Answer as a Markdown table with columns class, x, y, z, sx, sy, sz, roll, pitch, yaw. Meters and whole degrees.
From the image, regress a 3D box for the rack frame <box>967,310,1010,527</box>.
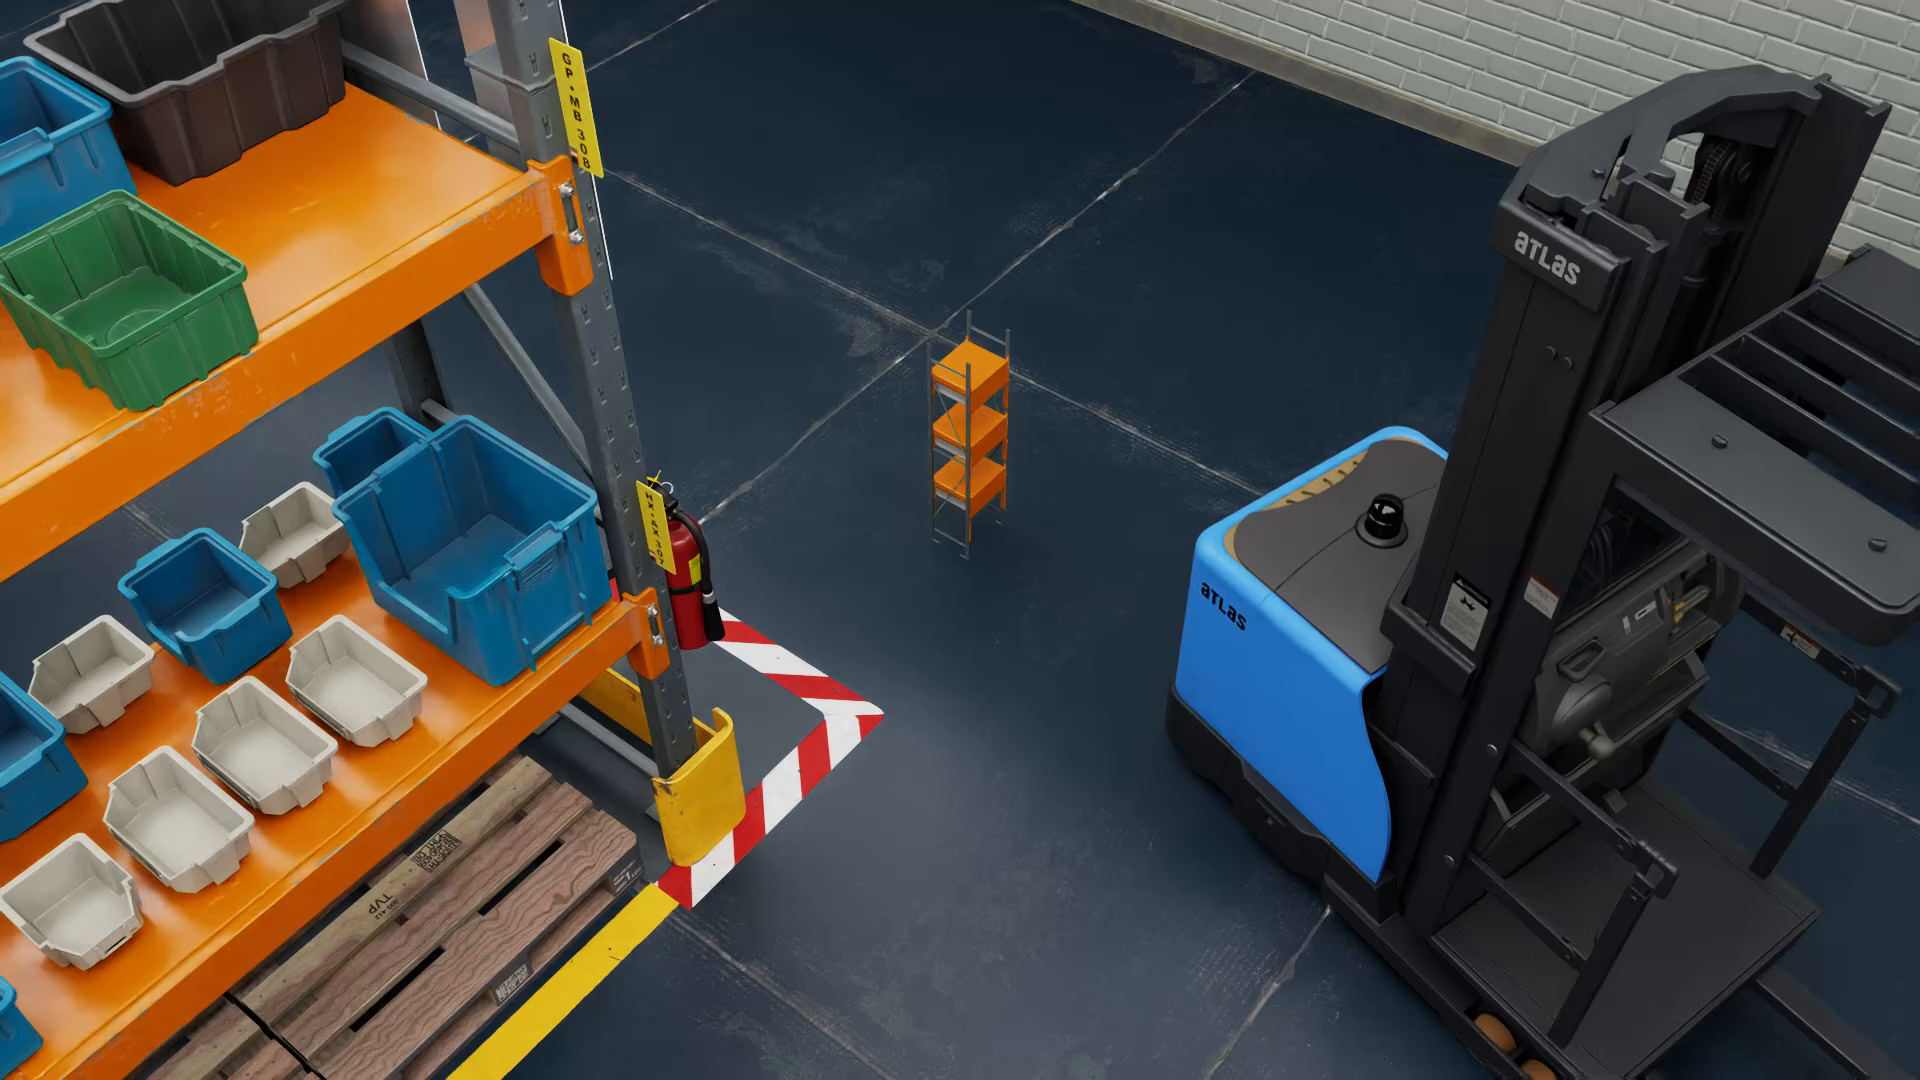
| class | x | y | z | sx | sy | sz | roll | pitch | yaw |
| --- | --- | --- | --- | --- | --- | --- | --- | --- | --- |
| rack frame | 0.107 | -0.463 | 6.631 | 0.200 | 1.050 | 0.008 | 29 | 53 | 25 |

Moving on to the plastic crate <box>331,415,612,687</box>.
| class | x | y | z | sx | sy | sz | roll | pitch | yaw |
| --- | --- | --- | --- | --- | --- | --- | --- | --- | --- |
| plastic crate | -1.371 | 0.031 | 4.745 | 0.616 | 0.435 | 0.499 | 29 | 53 | 25 |

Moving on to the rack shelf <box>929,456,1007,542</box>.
| class | x | y | z | sx | sy | sz | roll | pitch | yaw |
| --- | --- | --- | --- | --- | --- | --- | --- | --- | --- |
| rack shelf | 0.033 | -0.194 | 6.773 | 0.215 | 0.259 | 0.240 | 29 | 53 | 25 |

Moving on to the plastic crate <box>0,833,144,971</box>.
| class | x | y | z | sx | sy | sz | roll | pitch | yaw |
| --- | --- | --- | --- | --- | --- | --- | --- | --- | --- |
| plastic crate | -2.175 | 0.914 | 4.108 | 0.298 | 0.136 | 0.250 | 29 | 53 | 25 |

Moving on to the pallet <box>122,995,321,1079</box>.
| class | x | y | z | sx | sy | sz | roll | pitch | yaw |
| --- | --- | --- | --- | --- | --- | --- | --- | --- | --- |
| pallet | -2.595 | 1.903 | 4.951 | 1.003 | 0.211 | 1.213 | 29 | 53 | 25 |

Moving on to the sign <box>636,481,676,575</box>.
| class | x | y | z | sx | sy | sz | roll | pitch | yaw |
| --- | --- | --- | --- | --- | --- | --- | --- | --- | --- |
| sign | -0.869 | -0.033 | 4.759 | 0.100 | 0.325 | 0.005 | 29 | 53 | 25 |

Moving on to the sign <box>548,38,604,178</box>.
| class | x | y | z | sx | sy | sz | roll | pitch | yaw |
| --- | --- | --- | --- | --- | --- | --- | --- | --- | --- |
| sign | -0.869 | -0.976 | 3.771 | 0.100 | 0.325 | 0.005 | 29 | 53 | 25 |

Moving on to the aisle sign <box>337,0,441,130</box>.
| class | x | y | z | sx | sy | sz | roll | pitch | yaw |
| --- | --- | --- | --- | --- | --- | --- | --- | --- | --- |
| aisle sign | -1.505 | -1.281 | 4.266 | 0.394 | 0.787 | 0.004 | 29 | 53 | 25 |

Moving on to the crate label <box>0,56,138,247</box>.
| class | x | y | z | sx | sy | sz | roll | pitch | yaw |
| --- | --- | --- | --- | --- | --- | --- | --- | --- | --- |
| crate label | -2.134 | -0.810 | 3.642 | 0.408 | 0.251 | 0.502 | 29 | 53 | 25 |

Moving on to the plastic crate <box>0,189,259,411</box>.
| class | x | y | z | sx | sy | sz | roll | pitch | yaw |
| --- | --- | --- | --- | --- | --- | --- | --- | --- | --- |
| plastic crate | -1.691 | -0.482 | 3.373 | 0.450 | 0.188 | 0.336 | 29 | 53 | 25 |

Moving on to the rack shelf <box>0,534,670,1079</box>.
| class | x | y | z | sx | sy | sz | roll | pitch | yaw |
| --- | --- | --- | --- | --- | --- | --- | --- | --- | --- |
| rack shelf | -2.537 | 1.183 | 4.208 | 1.077 | 0.370 | 4.000 | 29 | 53 | 25 |

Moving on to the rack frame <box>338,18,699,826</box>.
| class | x | y | z | sx | sy | sz | roll | pitch | yaw |
| --- | --- | --- | --- | --- | --- | --- | --- | --- | --- |
| rack frame | -1.314 | -0.210 | 5.041 | 1.000 | 3.000 | 0.127 | 29 | 53 | 25 |

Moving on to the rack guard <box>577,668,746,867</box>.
| class | x | y | z | sx | sy | sz | roll | pitch | yaw |
| --- | --- | --- | --- | --- | --- | --- | --- | --- | --- |
| rack guard | -1.310 | 0.634 | 5.964 | 1.175 | 0.500 | 0.348 | 29 | 53 | 25 |

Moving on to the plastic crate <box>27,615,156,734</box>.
| class | x | y | z | sx | sy | sz | roll | pitch | yaw |
| --- | --- | --- | --- | --- | --- | --- | --- | --- | --- |
| plastic crate | -2.402 | 0.391 | 4.608 | 0.250 | 0.136 | 0.298 | 29 | 53 | 25 |

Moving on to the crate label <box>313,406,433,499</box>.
| class | x | y | z | sx | sy | sz | roll | pitch | yaw |
| --- | --- | --- | --- | --- | --- | --- | --- | --- | --- |
| crate label | -1.726 | -0.177 | 5.084 | 0.416 | 0.233 | 0.303 | 29 | 53 | 25 |

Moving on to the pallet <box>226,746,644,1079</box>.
| class | x | y | z | sx | sy | sz | roll | pitch | yaw |
| --- | --- | --- | --- | --- | --- | --- | --- | --- | --- |
| pallet | -1.849 | 1.208 | 5.615 | 1.003 | 0.211 | 1.213 | 29 | 53 | 25 |

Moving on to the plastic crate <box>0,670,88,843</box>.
| class | x | y | z | sx | sy | sz | roll | pitch | yaw |
| --- | --- | --- | --- | --- | --- | --- | --- | --- | --- |
| plastic crate | -2.531 | 0.576 | 4.364 | 0.416 | 0.233 | 0.300 | 29 | 53 | 25 |

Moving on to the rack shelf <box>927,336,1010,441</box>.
| class | x | y | z | sx | sy | sz | roll | pitch | yaw |
| --- | --- | --- | --- | --- | --- | --- | --- | --- | --- |
| rack shelf | 0.033 | -0.582 | 6.367 | 0.215 | 0.259 | 0.240 | 29 | 53 | 25 |

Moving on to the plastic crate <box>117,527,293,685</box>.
| class | x | y | z | sx | sy | sz | roll | pitch | yaw |
| --- | --- | --- | --- | --- | --- | --- | --- | --- | --- |
| plastic crate | -2.128 | 0.199 | 4.724 | 0.416 | 0.233 | 0.300 | 29 | 53 | 25 |

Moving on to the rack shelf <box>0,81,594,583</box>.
| class | x | y | z | sx | sy | sz | roll | pitch | yaw |
| --- | --- | --- | --- | --- | --- | --- | --- | --- | --- |
| rack shelf | -2.537 | 0.147 | 3.123 | 1.077 | 0.370 | 4.000 | 29 | 53 | 25 |

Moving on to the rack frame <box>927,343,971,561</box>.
| class | x | y | z | sx | sy | sz | roll | pitch | yaw |
| --- | --- | --- | --- | --- | --- | --- | --- | --- | --- |
| rack frame | -0.042 | -0.323 | 6.498 | 0.200 | 1.050 | 0.008 | 29 | 53 | 25 |

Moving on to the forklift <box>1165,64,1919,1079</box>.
| class | x | y | z | sx | sy | sz | roll | pitch | yaw |
| --- | --- | --- | --- | --- | --- | --- | --- | --- | --- |
| forklift | 2.033 | 0.369 | 4.535 | 1.130 | 2.935 | 3.031 | -28 | 52 | -24 |

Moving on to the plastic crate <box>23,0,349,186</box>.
| class | x | y | z | sx | sy | sz | roll | pitch | yaw |
| --- | --- | --- | --- | --- | --- | --- | --- | --- | --- |
| plastic crate | -1.770 | -1.104 | 3.911 | 0.497 | 0.269 | 0.590 | 29 | 53 | 25 |

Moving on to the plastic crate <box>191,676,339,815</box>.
| class | x | y | z | sx | sy | sz | roll | pitch | yaw |
| --- | --- | --- | --- | --- | --- | --- | --- | --- | --- |
| plastic crate | -1.858 | 0.566 | 4.440 | 0.396 | 0.136 | 0.243 | 29 | 53 | 25 |

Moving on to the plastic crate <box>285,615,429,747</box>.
| class | x | y | z | sx | sy | sz | roll | pitch | yaw |
| --- | --- | --- | --- | --- | --- | --- | --- | --- | --- |
| plastic crate | -1.670 | 0.407 | 4.592 | 0.396 | 0.136 | 0.243 | 29 | 53 | 25 |

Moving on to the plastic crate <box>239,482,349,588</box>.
| class | x | y | z | sx | sy | sz | roll | pitch | yaw |
| --- | --- | --- | --- | --- | --- | --- | --- | --- | --- |
| plastic crate | -1.987 | 0.003 | 4.978 | 0.250 | 0.136 | 0.298 | 29 | 53 | 25 |

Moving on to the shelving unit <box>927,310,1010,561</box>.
| class | x | y | z | sx | sy | sz | roll | pitch | yaw |
| --- | --- | --- | --- | --- | --- | --- | --- | --- | --- |
| shelving unit | 0.033 | -0.393 | 6.564 | 0.215 | 1.050 | 0.252 | 29 | 53 | 25 |

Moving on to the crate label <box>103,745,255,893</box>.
| class | x | y | z | sx | sy | sz | roll | pitch | yaw |
| --- | --- | --- | --- | --- | --- | --- | --- | --- | --- |
| crate label | -2.009 | 0.737 | 4.278 | 0.396 | 0.136 | 0.243 | 29 | 53 | 25 |

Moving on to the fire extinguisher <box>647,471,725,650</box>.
| class | x | y | z | sx | sy | sz | roll | pitch | yaw |
| --- | --- | --- | --- | --- | --- | --- | --- | --- | --- |
| fire extinguisher | -0.862 | 0.060 | 5.094 | 0.296 | 0.674 | 0.183 | 29 | 53 | 25 |

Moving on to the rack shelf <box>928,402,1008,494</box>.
| class | x | y | z | sx | sy | sz | roll | pitch | yaw |
| --- | --- | --- | --- | --- | --- | --- | --- | --- | --- |
| rack shelf | 0.033 | -0.386 | 6.572 | 0.215 | 0.259 | 0.240 | 29 | 53 | 25 |

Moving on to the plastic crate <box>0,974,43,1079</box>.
| class | x | y | z | sx | sy | sz | roll | pitch | yaw |
| --- | --- | --- | --- | --- | --- | --- | --- | --- | --- |
| plastic crate | -2.367 | 1.115 | 3.849 | 0.416 | 0.233 | 0.300 | 29 | 53 | 25 |

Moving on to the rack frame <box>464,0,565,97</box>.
| class | x | y | z | sx | sy | sz | roll | pitch | yaw |
| --- | --- | --- | --- | --- | --- | --- | --- | --- | --- |
| rack frame | -1.314 | -2.282 | 2.872 | 1.000 | 3.000 | 0.127 | 29 | 53 | 25 |

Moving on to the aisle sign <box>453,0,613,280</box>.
| class | x | y | z | sx | sy | sz | roll | pitch | yaw |
| --- | --- | --- | --- | --- | --- | --- | --- | --- | --- |
| aisle sign | -1.038 | -1.020 | 4.017 | 0.394 | 0.787 | 0.004 | 29 | 53 | 25 |
